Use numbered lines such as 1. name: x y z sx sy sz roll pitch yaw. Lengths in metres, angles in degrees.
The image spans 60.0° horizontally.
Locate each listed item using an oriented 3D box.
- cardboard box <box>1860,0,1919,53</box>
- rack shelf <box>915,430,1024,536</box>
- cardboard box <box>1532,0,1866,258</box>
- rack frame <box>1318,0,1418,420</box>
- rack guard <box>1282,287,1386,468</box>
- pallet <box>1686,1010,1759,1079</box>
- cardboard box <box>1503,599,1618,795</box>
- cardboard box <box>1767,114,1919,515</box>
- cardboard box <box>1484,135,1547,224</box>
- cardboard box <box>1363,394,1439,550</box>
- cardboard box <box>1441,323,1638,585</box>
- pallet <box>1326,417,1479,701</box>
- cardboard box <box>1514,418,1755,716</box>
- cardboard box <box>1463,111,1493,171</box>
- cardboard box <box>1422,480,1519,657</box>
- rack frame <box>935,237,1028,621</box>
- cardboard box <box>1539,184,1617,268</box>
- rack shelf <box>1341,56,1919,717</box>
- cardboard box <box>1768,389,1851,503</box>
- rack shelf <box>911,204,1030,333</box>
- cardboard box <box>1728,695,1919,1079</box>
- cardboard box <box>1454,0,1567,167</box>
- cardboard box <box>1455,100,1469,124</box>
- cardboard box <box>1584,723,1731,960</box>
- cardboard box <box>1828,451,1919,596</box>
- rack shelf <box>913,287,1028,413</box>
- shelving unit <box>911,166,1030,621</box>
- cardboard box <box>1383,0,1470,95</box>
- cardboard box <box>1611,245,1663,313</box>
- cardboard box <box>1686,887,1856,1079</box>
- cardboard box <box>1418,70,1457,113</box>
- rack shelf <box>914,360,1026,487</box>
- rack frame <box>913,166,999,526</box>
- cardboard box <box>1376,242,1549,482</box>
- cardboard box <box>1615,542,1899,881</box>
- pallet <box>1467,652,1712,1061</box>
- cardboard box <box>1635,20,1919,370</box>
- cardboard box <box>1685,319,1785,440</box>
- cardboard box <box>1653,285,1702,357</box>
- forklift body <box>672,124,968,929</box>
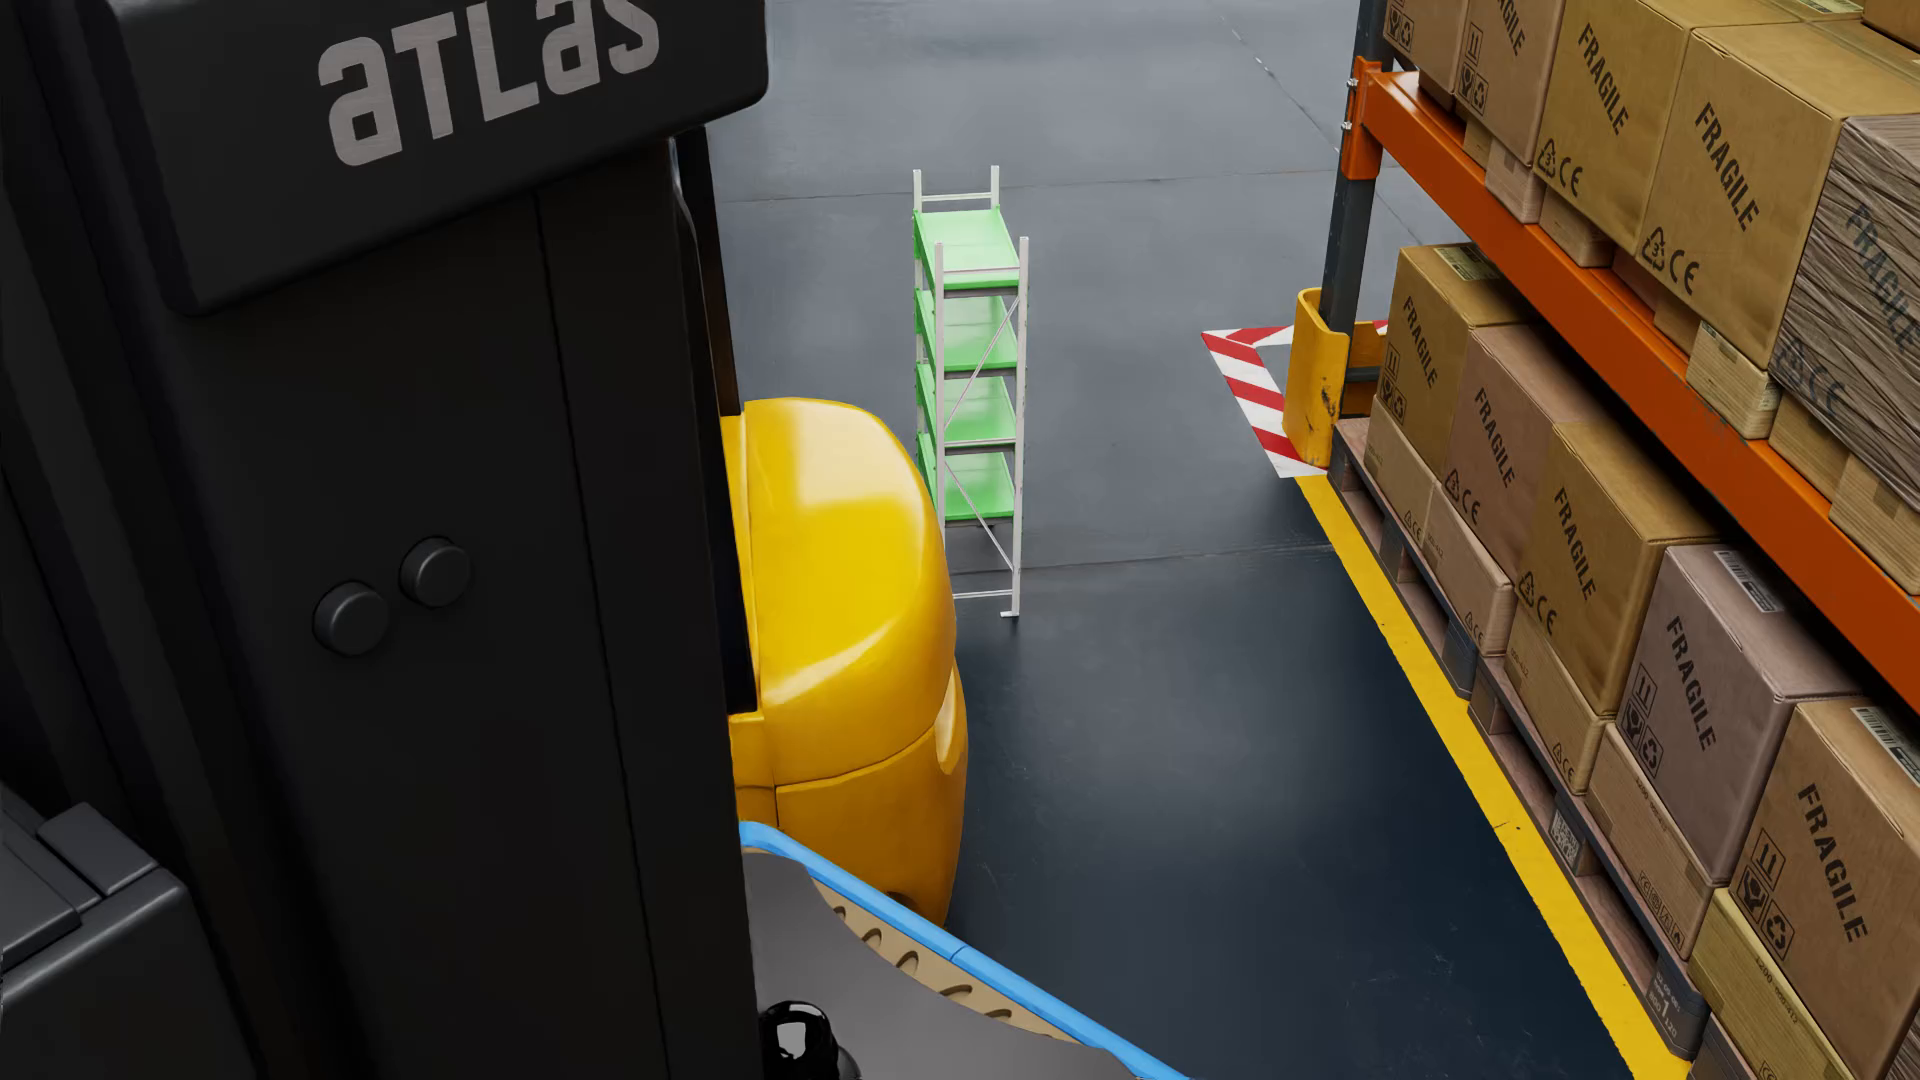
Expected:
1. cardboard box: 2.160 -1.122 2.992 0.700 0.500 0.500 -5 35 -7
2. rack shelf: 0.022 -0.152 4.948 0.258 0.148 0.480 -4 35 -6
3. cardboard box: 1.646 -0.967 3.653 0.500 0.500 0.500 -5 35 -7
4. rack frame: 1.714 -1.662 5.025 1.000 3.000 0.127 -4 35 -6
5. rack guard: 1.724 -0.586 5.666 1.175 0.500 0.348 -4 35 -6
6. pallet: 2.127 1.351 3.080 1.003 0.211 1.213 -4 35 -6
7. cardboard box: 1.696 0.361 4.125 0.500 0.250 0.500 -2 34 -3
8. cardboard box: 1.795 -0.399 2.819 0.500 0.500 0.500 -3 34 -5
9. cardboard box: 1.547 -0.913 4.150 0.380 0.149 0.250 -4 34 -6
10. cardboard box: 1.548 -0.228 4.989 0.500 0.250 0.500 -5 35 -7
11. cardboard box: 1.627 -0.233 4.331 0.500 0.500 0.500 -6 35 -8
12. pallet: 1.798 -0.011 5.078 1.003 0.211 1.213 -4 35 -6
13. cardboard box: 1.686 0.048 3.919 0.500 0.500 0.500 -4 34 -5
14. cardboard box: 1.558 -1.059 4.363 0.380 0.149 0.250 -5 35 -8
15. cardboard box: 1.610 0.058 4.571 0.500 0.250 0.500 -3 34 -5
16. rack frame: 0.055 -0.267 4.577 0.240 1.200 0.015 -4 35 -6
17. cardboard box: 1.615 -0.772 3.942 0.380 0.149 0.250 -3 34 -5
18. rack shelf: 1.983 -0.248 3.589 1.077 0.370 4.000 -4 35 -6
19. cardboard box: 1.762 -0.194 3.094 0.380 0.149 0.250 -5 35 -7
20. rack shelf: 0.022 -0.747 4.542 0.258 0.148 0.480 -4 35 -6
21. cardboard box: 1.836 0.630 3.065 0.500 0.500 0.500 -4 34 -6
22. cardboard box: 1.576 -1.252 4.070 0.500 0.500 0.500 -3 34 -5
23. cardboard box: 1.603 -1.213 4.589 0.380 0.149 0.250 -4 34 -6
24. cardboard box: 1.761 0.643 3.711 0.500 0.250 0.500 -4 34 -6
25. cardboard box: 1.767 -0.049 2.881 0.380 0.149 0.250 -5 35 -7
26. rack shelf: 0.022 -0.549 4.677 0.258 0.148 0.480 -4 35 -6
27. shelving unit: 0.022 -0.403 4.777 0.258 1.200 0.503 -4 35 -6
28. cardboard box: 1.503 -1.540 4.494 0.500 0.500 0.500 -5 35 -7
29. cardboard box: 1.710 -0.629 3.732 0.380 0.149 0.250 -3 34 -5
30. cardboard box: 1.825 0.927 3.294 0.500 0.250 0.500 -5 35 -8
31. cardboard box: 1.555 -1.353 4.794 0.380 0.149 0.250 -4 35 -6
32. rack shelf: 0.022 -0.351 4.813 0.258 0.148 0.480 -4 35 -6
33. rack frame: -0.011 -0.540 4.976 0.240 1.200 0.015 -4 35 -6
34. cardboard box: 1.552 -0.524 4.759 0.500 0.500 0.500 -5 35 -8
35. cardboard box: 1.767 0.345 3.483 0.500 0.500 0.500 -3 34 -4
36. pallet: 1.959 0.668 4.082 1.003 0.211 1.213 -4 35 -6
37. cardboard box: 1.722 -0.684 3.238 0.500 0.500 0.500 -5 35 -7
38. cardboard box: 1.692 -0.334 3.300 0.380 0.149 0.250 -4 34 -6
39. cardboard box: 1.716 -0.479 3.513 0.380 0.149 0.250 -5 35 -8
40. forklift body: -1.141 -0.013 3.359 2.313 2.155 1.214 -4 35 -6
